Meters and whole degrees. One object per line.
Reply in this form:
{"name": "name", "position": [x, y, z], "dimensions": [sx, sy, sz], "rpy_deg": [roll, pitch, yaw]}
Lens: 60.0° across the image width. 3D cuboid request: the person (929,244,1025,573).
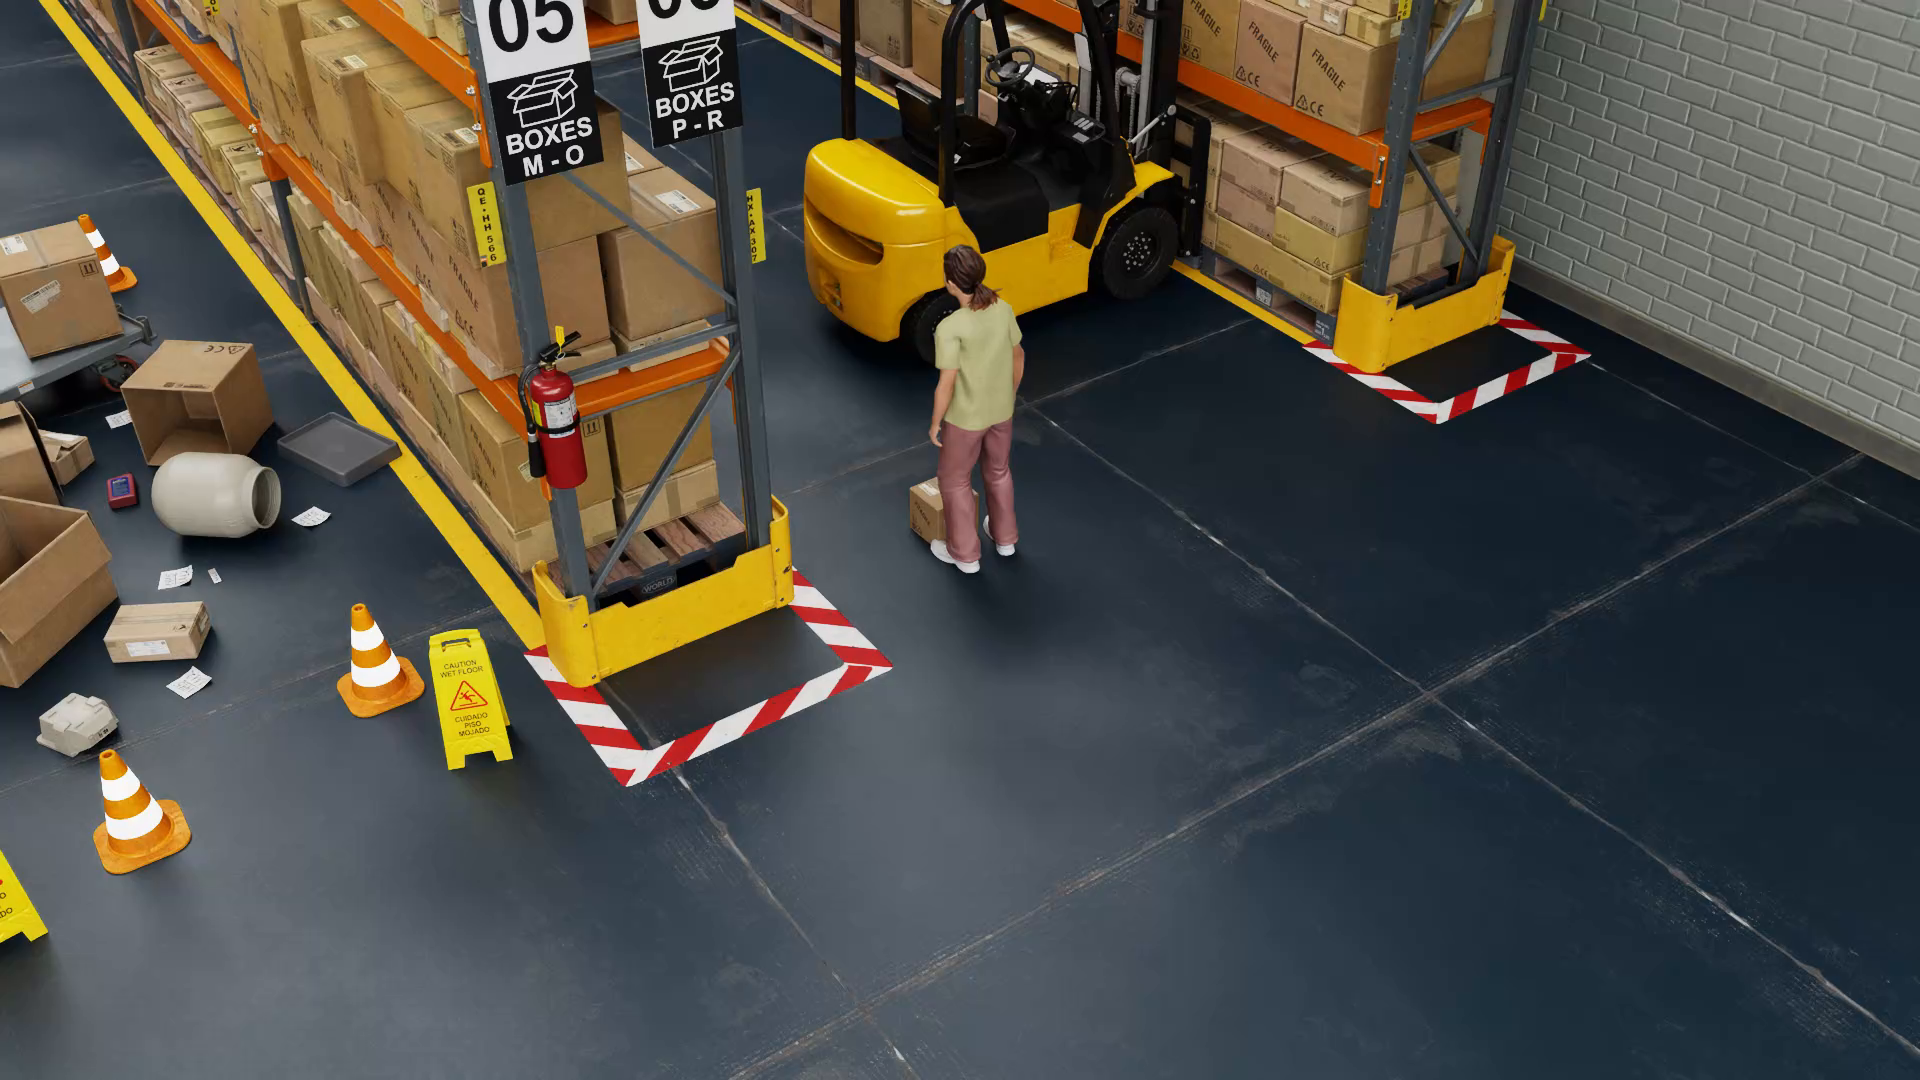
{"name": "person", "position": [0.066, -0.599, 7.812], "dimensions": [0.507, 1.672, 0.350], "rpy_deg": [-24, 43, -28]}
